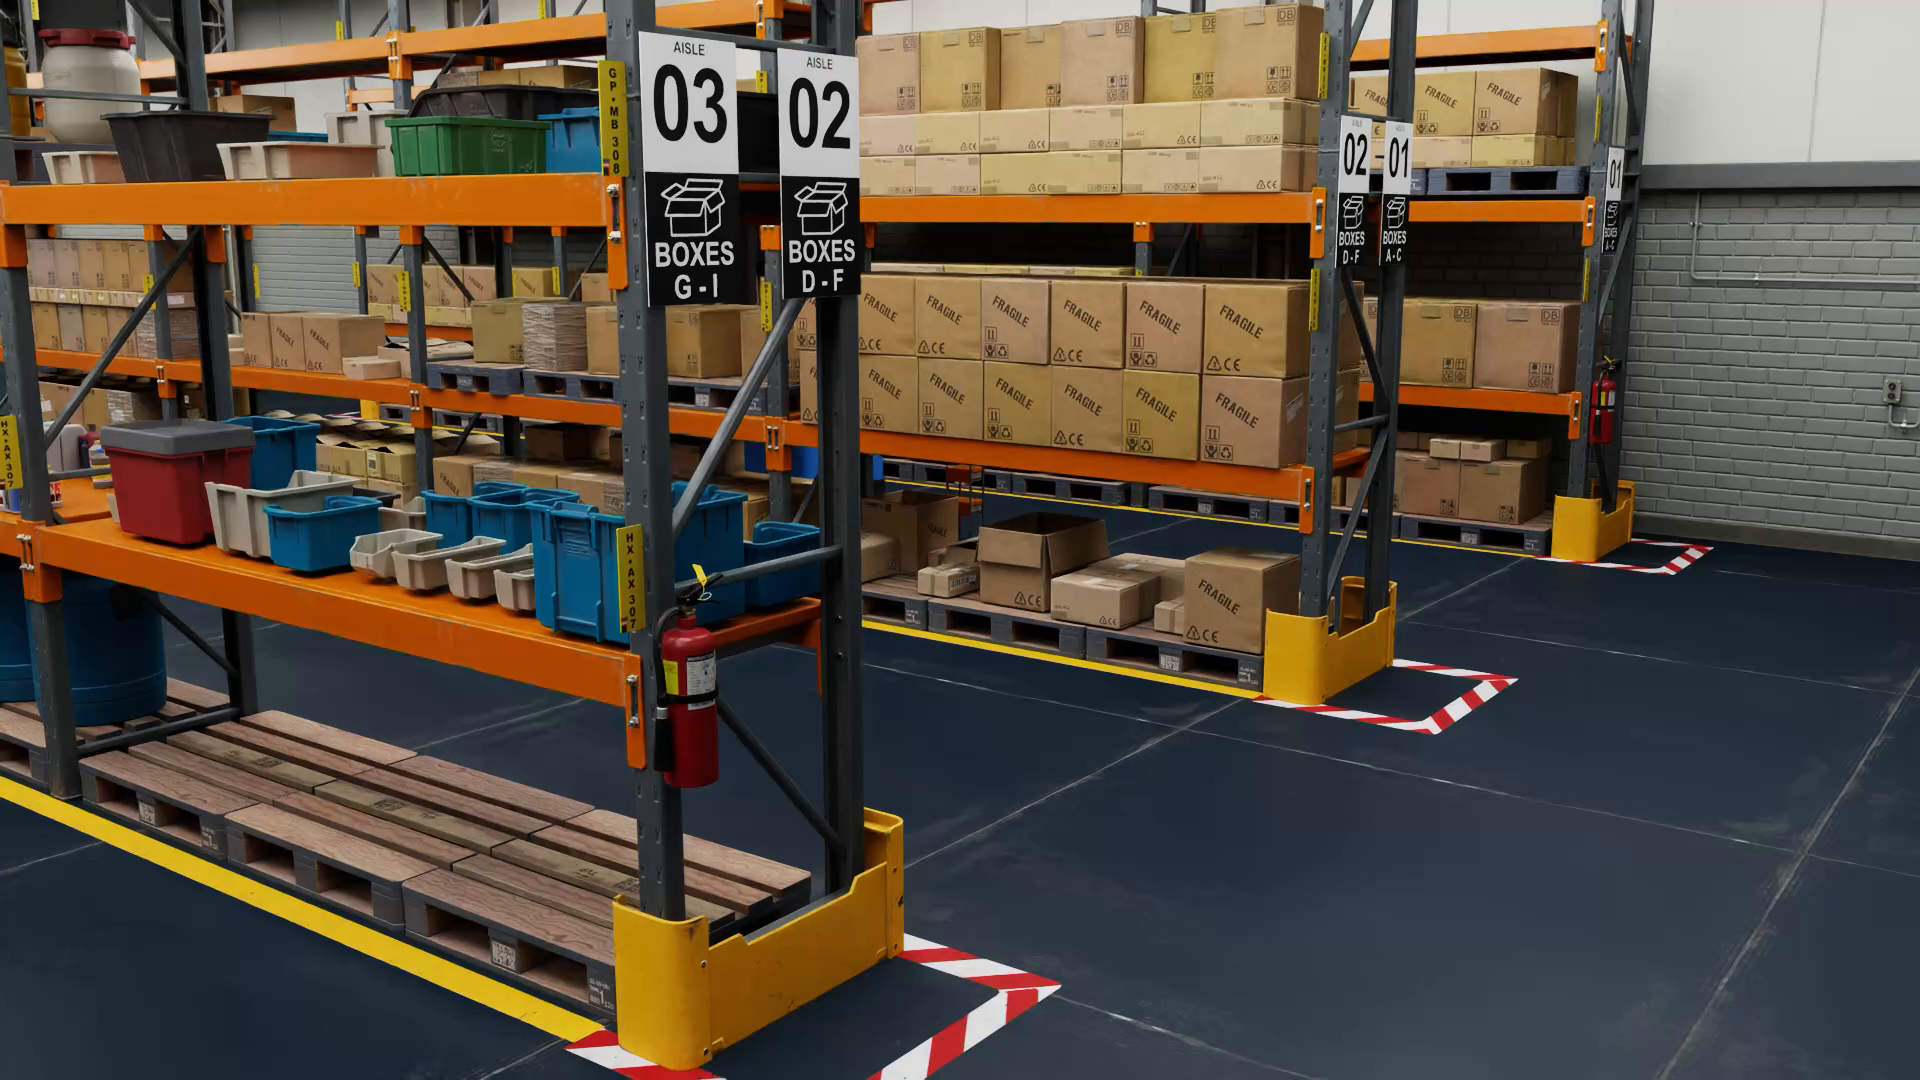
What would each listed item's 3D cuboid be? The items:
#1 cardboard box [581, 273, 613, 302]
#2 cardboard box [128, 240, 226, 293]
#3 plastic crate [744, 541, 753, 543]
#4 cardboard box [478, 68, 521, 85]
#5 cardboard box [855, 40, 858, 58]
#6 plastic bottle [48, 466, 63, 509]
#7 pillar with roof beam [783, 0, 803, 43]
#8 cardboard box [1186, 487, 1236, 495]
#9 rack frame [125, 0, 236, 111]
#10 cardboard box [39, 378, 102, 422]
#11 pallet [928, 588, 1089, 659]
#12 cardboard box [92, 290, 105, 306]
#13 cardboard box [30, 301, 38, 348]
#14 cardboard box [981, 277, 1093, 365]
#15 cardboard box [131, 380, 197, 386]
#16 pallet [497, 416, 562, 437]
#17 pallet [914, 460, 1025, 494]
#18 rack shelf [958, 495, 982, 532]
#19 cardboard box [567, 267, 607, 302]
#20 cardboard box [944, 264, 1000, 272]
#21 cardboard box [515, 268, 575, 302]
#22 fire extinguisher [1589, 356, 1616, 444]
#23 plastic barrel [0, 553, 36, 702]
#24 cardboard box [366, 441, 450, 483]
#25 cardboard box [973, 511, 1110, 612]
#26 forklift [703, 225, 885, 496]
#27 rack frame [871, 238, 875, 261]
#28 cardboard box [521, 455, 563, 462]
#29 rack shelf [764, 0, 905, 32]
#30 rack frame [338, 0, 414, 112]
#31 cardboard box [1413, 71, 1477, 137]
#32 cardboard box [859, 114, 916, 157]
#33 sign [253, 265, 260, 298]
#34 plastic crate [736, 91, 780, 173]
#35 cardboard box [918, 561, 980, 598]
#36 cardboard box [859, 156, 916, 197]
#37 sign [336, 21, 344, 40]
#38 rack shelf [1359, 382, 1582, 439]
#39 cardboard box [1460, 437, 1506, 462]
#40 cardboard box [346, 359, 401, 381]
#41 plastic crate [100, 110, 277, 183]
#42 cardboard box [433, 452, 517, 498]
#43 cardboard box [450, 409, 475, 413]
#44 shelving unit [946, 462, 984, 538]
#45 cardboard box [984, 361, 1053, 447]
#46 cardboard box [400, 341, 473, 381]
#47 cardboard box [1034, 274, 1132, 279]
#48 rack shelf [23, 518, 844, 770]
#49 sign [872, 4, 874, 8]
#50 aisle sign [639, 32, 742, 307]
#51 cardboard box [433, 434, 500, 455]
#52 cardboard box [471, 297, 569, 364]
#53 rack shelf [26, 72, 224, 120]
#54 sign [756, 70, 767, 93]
[{"bbox_3d":[-4.111,-2.955,19.986,0.500,0.500,0.700,8,14,36],"label":"cardboard box"},{"bbox_3d":[-7.791,-2.729,16.558,0.500,0.500,0.700,8,14,36],"label":"cardboard box"},{"bbox_3d":[-0.907,0.086,6.222,0.298,0.136,0.250,8,13,36],"label":"plastic crate"},{"bbox_3d":[-3.447,-3.449,13.169,0.500,0.500,0.500,8,13,36],"label":"cardboard box"},{"bbox_3d":[-0.568,-3.058,11.147,0.500,0.500,0.700,8,13,36],"label":"cardboard box"},{"bbox_3d":[-4.367,-0.255,7.973,0.097,0.201,0.097,0,11,0],"label":"plastic bottle"},{"bbox_3d":[-4.361,-4.868,15.499,0.400,9.000,9.100,8,13,36],"label":"pillar with roof beam"},{"bbox_3d":[2.489,-0.732,15.393,0.500,0.500,0.700,8,14,36],"label":"cardboard box"},{"bbox_3d":[-7.430,-4.939,15.868,0.127,3.000,1.000,8,13,36],"label":"rack frame"},{"bbox_3d":[-9.539,-1.463,17.856,0.500,0.500,0.500,8,13,36],"label":"cardboard box"},{"bbox_3d":[0.558,0.489,10.946,1.213,0.211,1.003,8,13,36],"label":"pallet"},{"bbox_3d":[-8.595,-2.474,16.948,0.250,0.149,0.380,8,13,35],"label":"cardboard box"},{"bbox_3d":[-9.859,-2.380,18.170,0.500,0.500,0.700,8,14,37],"label":"cardboard box"},{"bbox_3d":[0.478,-1.365,10.290,0.500,0.500,0.500,8,14,37],"label":"cardboard box"},{"bbox_3d":[-8.425,-1.431,17.687,0.500,0.500,0.500,8,13,36],"label":"cardboard box"},{"bbox_3d":[-5.063,-1.454,20.988,1.213,0.211,1.003,8,13,36],"label":"pallet"},{"bbox_3d":[0.293,-0.696,17.073,1.213,0.211,1.003,8,13,36],"label":"pallet"},{"bbox_3d":[0.043,-0.226,13.954,0.240,0.259,0.215,8,13,36],"label":"rack shelf"},{"bbox_3d":[-4.756,-3.142,20.740,0.500,0.500,0.500,8,13,34],"label":"cardboard box"},{"bbox_3d":[0.190,-2.613,16.566,0.500,0.250,0.500,8,13,34],"label":"cardboard box"},{"bbox_3d":[-5.065,-3.063,20.332,0.500,0.500,0.500,8,13,35],"label":"cardboard box"},{"bbox_3d":[5.019,-1.095,12.977,0.183,0.674,0.296,8,13,36],"label":"fire extinguisher"},{"bbox_3d":[-4.916,0.344,8.772,0.708,0.901,0.600,8,13,36],"label":"plastic barrel"},{"bbox_3d":[-4.774,-0.697,14.391,0.500,0.311,0.500,8,14,37],"label":"cardboard box"},{"bbox_3d":[0.535,0.126,10.897,0.637,0.503,0.797,8,13,36],"label":"cardboard box"},{"bbox_3d":[-2.120,-1.820,15.721,3.031,2.935,1.130,10,15,41],"label":"forklift"},{"bbox_3d":[-1.277,-2.303,18.036,0.127,3.000,1.000,8,13,36],"label":"rack frame"},{"bbox_3d":[-3.313,-0.464,13.952,0.500,0.500,0.500,9,14,38],"label":"cardboard box"},{"bbox_3d":[0.630,-3.460,10.126,4.000,0.370,1.077,8,13,36],"label":"rack shelf"},{"bbox_3d":[-7.725,-6.148,22.115,0.127,3.000,1.000,8,13,36],"label":"rack frame"},{"bbox_3d":[4.023,-3.524,13.504,0.500,0.500,0.500,8,14,37],"label":"cardboard box"},{"bbox_3d":[-0.333,-2.590,10.703,0.500,0.250,0.500,8,13,36],"label":"cardboard box"},{"bbox_3d":[-7.117,-2.608,16.771,0.005,0.325,0.100,8,13,36],"label":"sign"},{"bbox_3d":[-0.838,-1.381,5.719,0.590,0.269,0.497,8,13,36],"label":"plastic crate"},{"bbox_3d":[-0.069,0.257,11.107,0.250,0.166,0.380,8,13,36],"label":"cardboard box"},{"bbox_3d":[-0.336,-2.344,10.746,0.500,0.250,0.500,8,13,36],"label":"cardboard box"},{"bbox_3d":[-8.046,-6.562,21.590,0.005,0.325,0.100,8,13,36],"label":"sign"},{"bbox_3d":[3.559,-1.275,14.617,4.000,0.370,1.077,8,13,36],"label":"rack shelf"},{"bbox_3d":[4.336,-0.751,13.781,0.250,0.149,0.380,8,13,35],"label":"cardboard box"},{"bbox_3d":[-5.095,-1.480,14.442,0.250,0.149,0.380,8,13,36],"label":"cardboard box"},{"bbox_3d":[-3.078,-1.563,6.660,0.590,0.269,0.497,8,13,36],"label":"plastic crate"},{"bbox_3d":[-4.008,-0.438,13.819,0.500,0.500,0.500,9,14,38],"label":"cardboard box"},{"bbox_3d":[-6.199,-1.945,21.610,0.500,0.500,0.700,7,13,32],"label":"cardboard box"},{"bbox_3d":[0.043,-0.509,13.899,0.252,1.050,0.215,8,13,36],"label":"shelving unit"},{"bbox_3d":[0.495,-0.874,10.386,0.500,0.500,0.500,8,13,35],"label":"cardboard box"},{"bbox_3d":[-4.473,-1.548,14.368,0.500,0.311,0.500,9,14,39],"label":"cardboard box"},{"bbox_3d":[0.804,-1.446,10.714,0.500,0.500,0.500,8,13,35],"label":"cardboard box"},{"bbox_3d":[-2.305,0.242,6.778,4.000,0.370,1.077,8,13,36],"label":"rack shelf"},{"bbox_3d":[-0.951,-5.870,17.804,0.005,0.325,0.100,8,13,36],"label":"sign"},{"bbox_3d":[-0.808,-1.110,5.026,0.004,0.787,0.394,8,13,36],"label":"aisle sign"},{"bbox_3d":[-4.454,-0.779,14.818,0.500,0.311,0.500,9,14,37],"label":"cardboard box"},{"bbox_3d":[-3.632,-1.746,13.787,0.500,0.500,0.700,3,11,17],"label":"cardboard box"},{"bbox_3d":[-9.042,-4.614,17.137,4.000,0.370,1.077,8,13,36],"label":"rack shelf"},{"bbox_3d":[-1.308,-2.929,10.976,0.005,0.325,0.100,8,13,36],"label":"sign"}]
